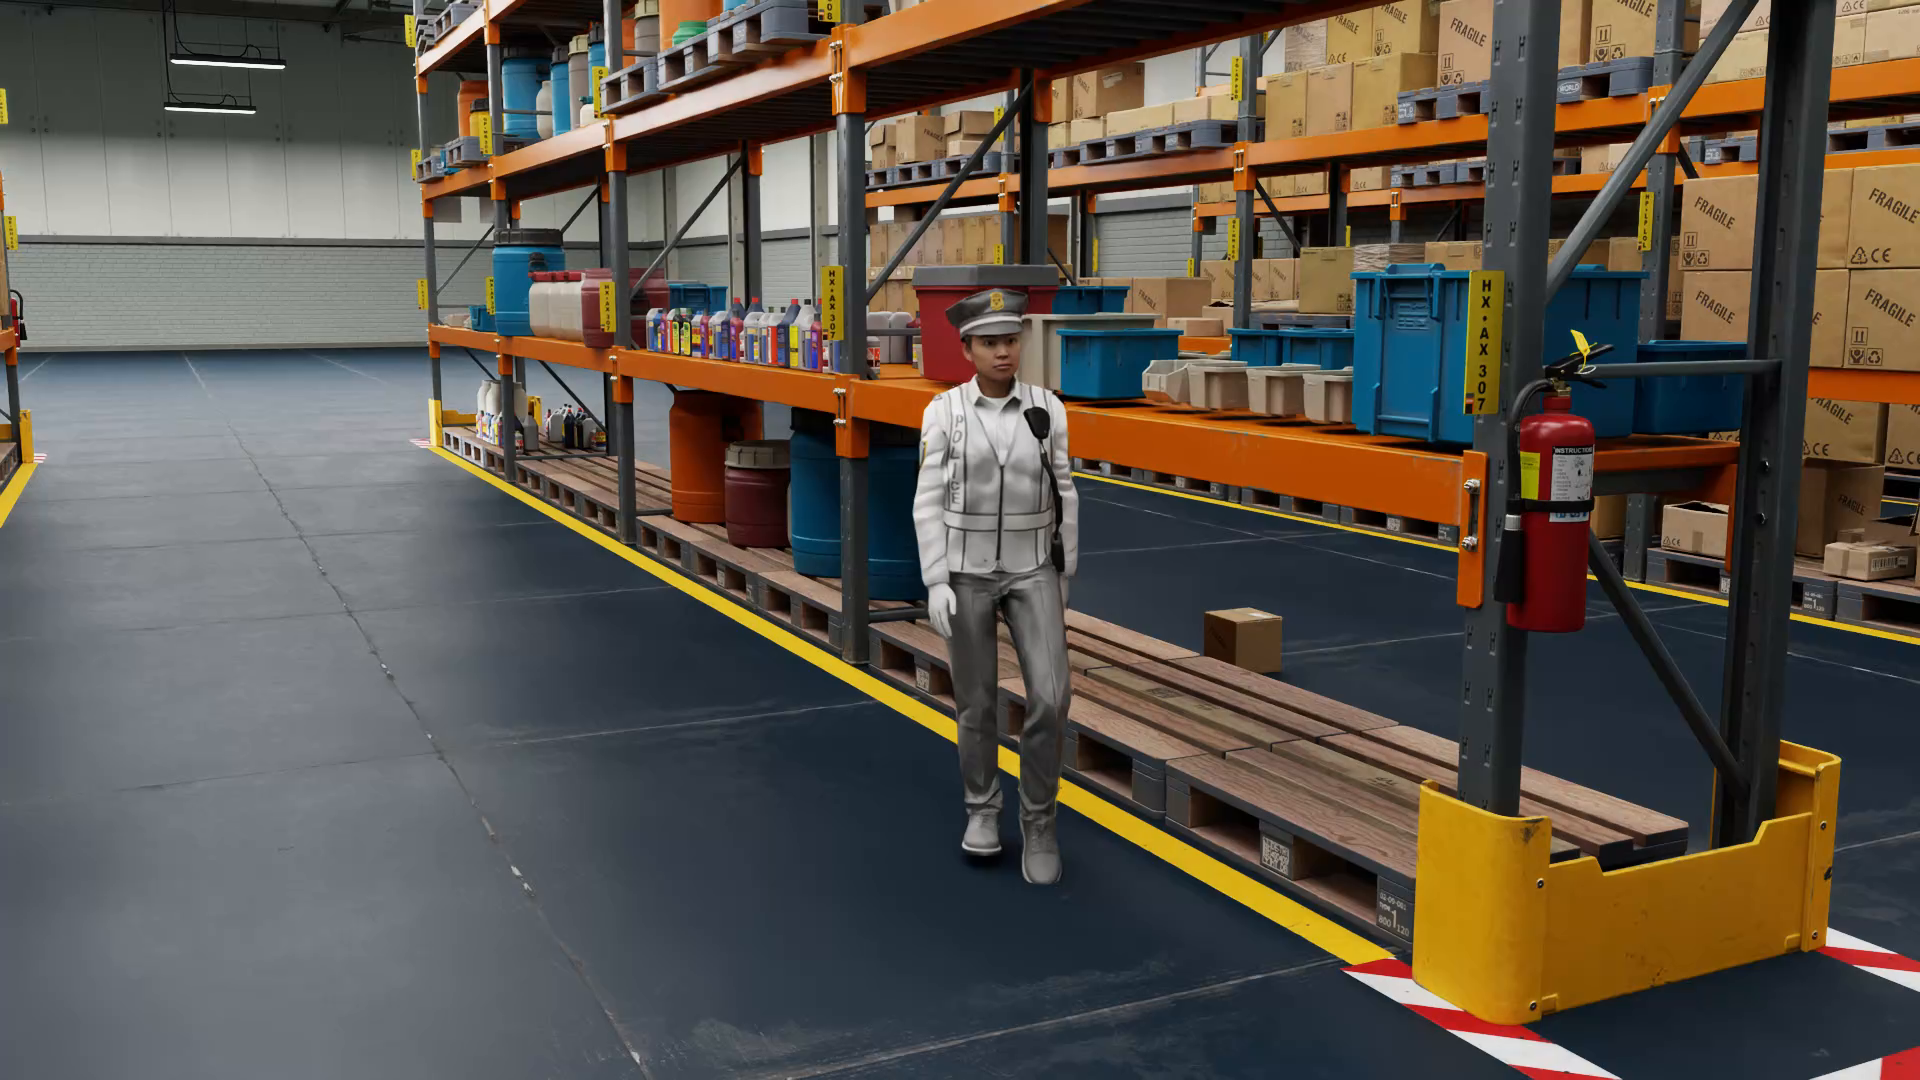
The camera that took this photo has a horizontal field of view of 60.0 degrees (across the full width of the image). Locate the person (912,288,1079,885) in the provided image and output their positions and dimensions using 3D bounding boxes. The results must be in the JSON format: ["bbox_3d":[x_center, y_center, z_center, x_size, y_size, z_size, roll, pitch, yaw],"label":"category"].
[{"bbox_3d":[0.109,0.142,4.841,0.495,1.733,0.481,0,9,-3],"label":"person"}]
